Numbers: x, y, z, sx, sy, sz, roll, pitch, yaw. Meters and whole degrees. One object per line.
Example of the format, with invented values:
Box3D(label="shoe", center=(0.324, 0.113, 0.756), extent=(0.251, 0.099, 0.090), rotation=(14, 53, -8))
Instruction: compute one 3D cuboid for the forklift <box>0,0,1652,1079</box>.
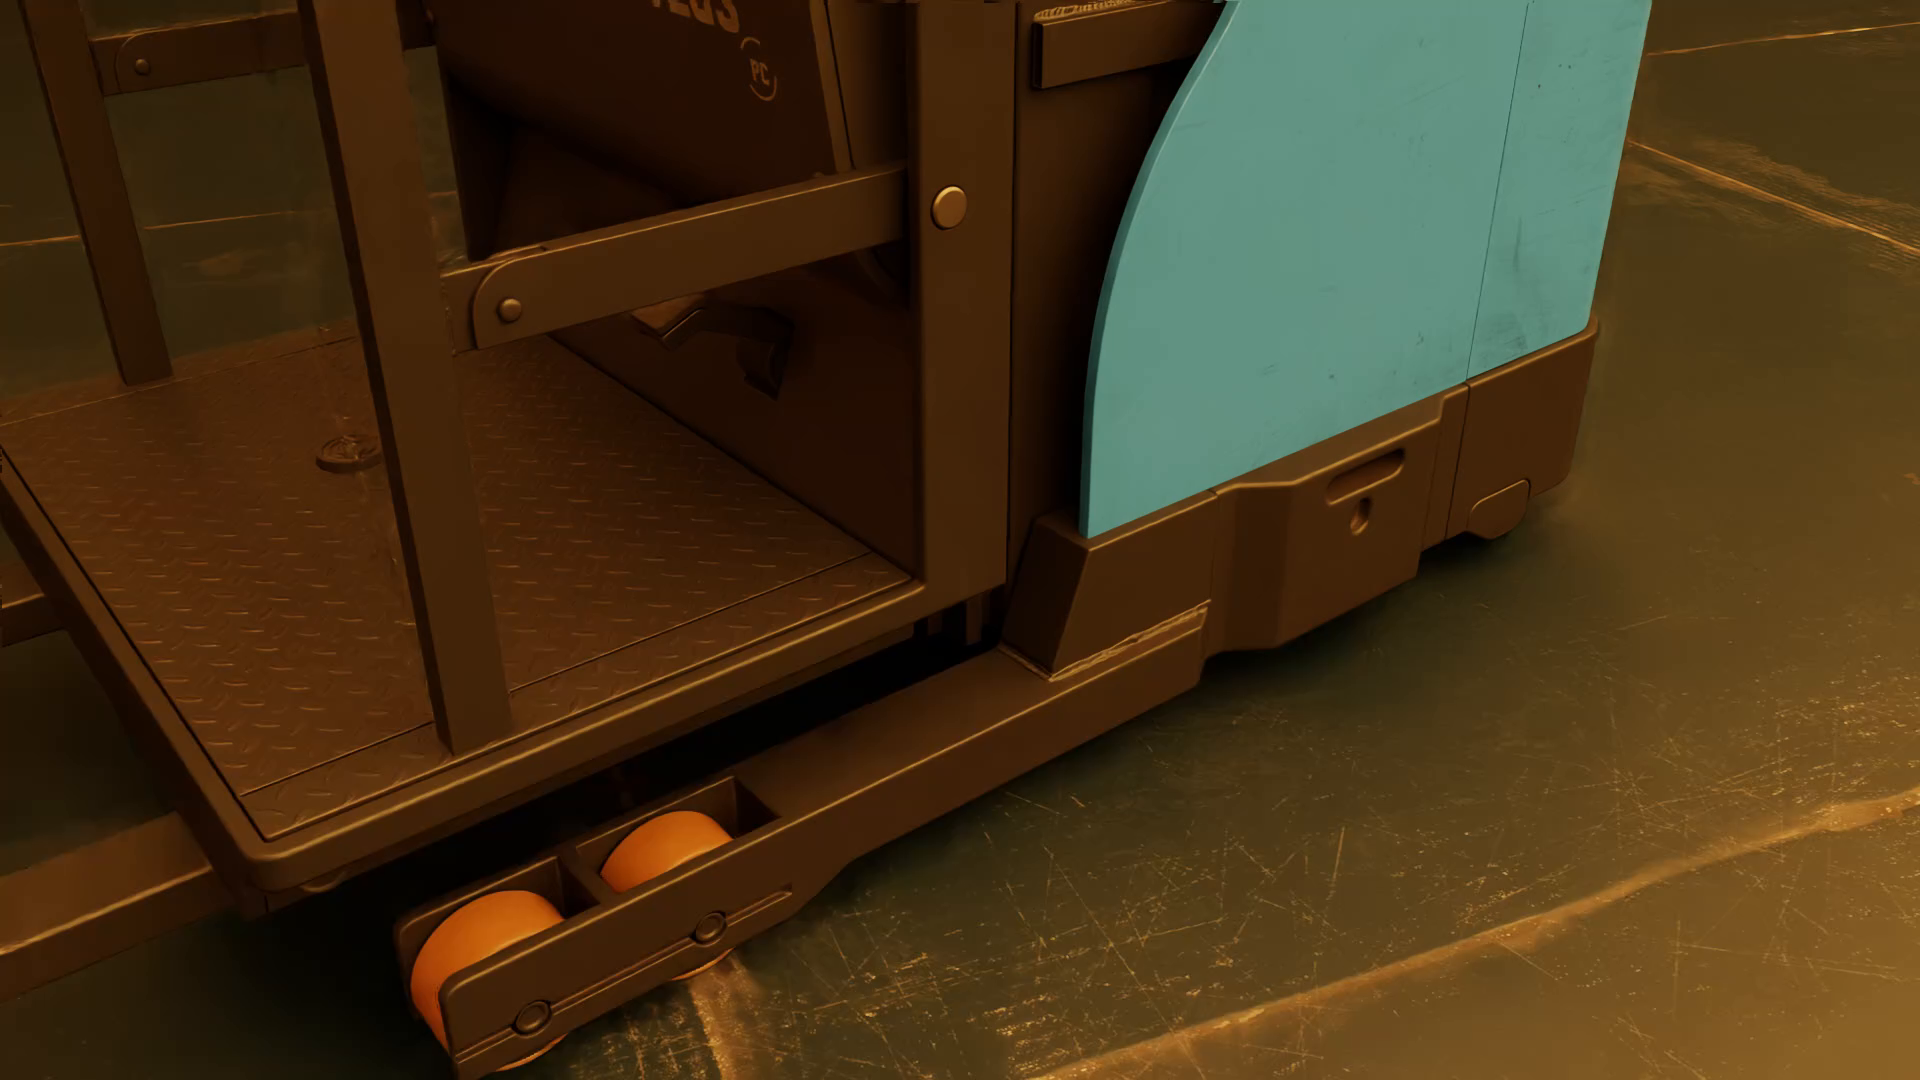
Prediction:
Box3D(label="forklift", center=(-0.530, -1.060, 1.400), extent=(3.031, 2.935, 1.130), rotation=(-22, 36, -33))
